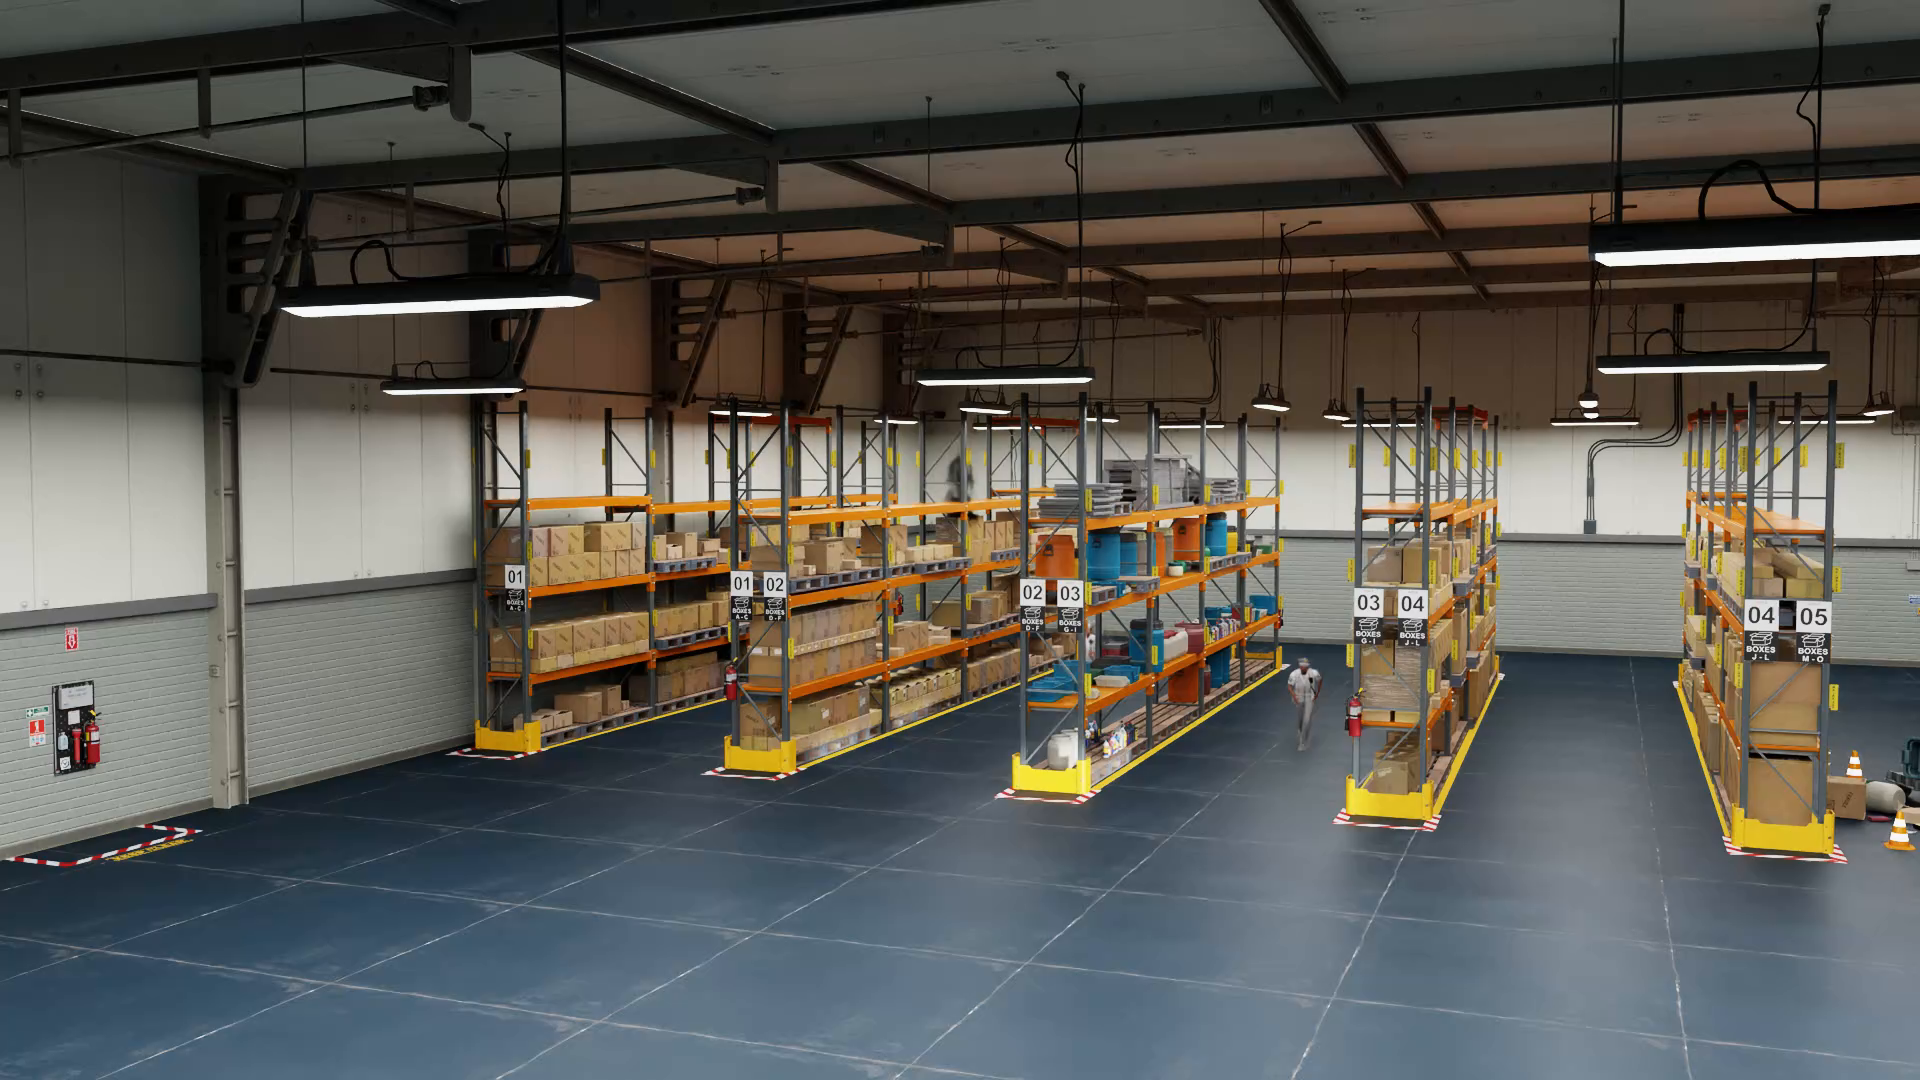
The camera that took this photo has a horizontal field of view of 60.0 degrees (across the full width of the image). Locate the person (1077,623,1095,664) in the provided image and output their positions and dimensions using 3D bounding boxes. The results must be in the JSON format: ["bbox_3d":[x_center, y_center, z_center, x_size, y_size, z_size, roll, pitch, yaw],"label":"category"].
[{"bbox_3d":[2.615,2.531,33.997,0.580,1.658,0.630,1,3,20],"label":"person"}]

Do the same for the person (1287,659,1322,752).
[{"bbox_3d":[5.979,2.821,28.886,0.601,1.629,0.964,0,3,7],"label":"person"}]
